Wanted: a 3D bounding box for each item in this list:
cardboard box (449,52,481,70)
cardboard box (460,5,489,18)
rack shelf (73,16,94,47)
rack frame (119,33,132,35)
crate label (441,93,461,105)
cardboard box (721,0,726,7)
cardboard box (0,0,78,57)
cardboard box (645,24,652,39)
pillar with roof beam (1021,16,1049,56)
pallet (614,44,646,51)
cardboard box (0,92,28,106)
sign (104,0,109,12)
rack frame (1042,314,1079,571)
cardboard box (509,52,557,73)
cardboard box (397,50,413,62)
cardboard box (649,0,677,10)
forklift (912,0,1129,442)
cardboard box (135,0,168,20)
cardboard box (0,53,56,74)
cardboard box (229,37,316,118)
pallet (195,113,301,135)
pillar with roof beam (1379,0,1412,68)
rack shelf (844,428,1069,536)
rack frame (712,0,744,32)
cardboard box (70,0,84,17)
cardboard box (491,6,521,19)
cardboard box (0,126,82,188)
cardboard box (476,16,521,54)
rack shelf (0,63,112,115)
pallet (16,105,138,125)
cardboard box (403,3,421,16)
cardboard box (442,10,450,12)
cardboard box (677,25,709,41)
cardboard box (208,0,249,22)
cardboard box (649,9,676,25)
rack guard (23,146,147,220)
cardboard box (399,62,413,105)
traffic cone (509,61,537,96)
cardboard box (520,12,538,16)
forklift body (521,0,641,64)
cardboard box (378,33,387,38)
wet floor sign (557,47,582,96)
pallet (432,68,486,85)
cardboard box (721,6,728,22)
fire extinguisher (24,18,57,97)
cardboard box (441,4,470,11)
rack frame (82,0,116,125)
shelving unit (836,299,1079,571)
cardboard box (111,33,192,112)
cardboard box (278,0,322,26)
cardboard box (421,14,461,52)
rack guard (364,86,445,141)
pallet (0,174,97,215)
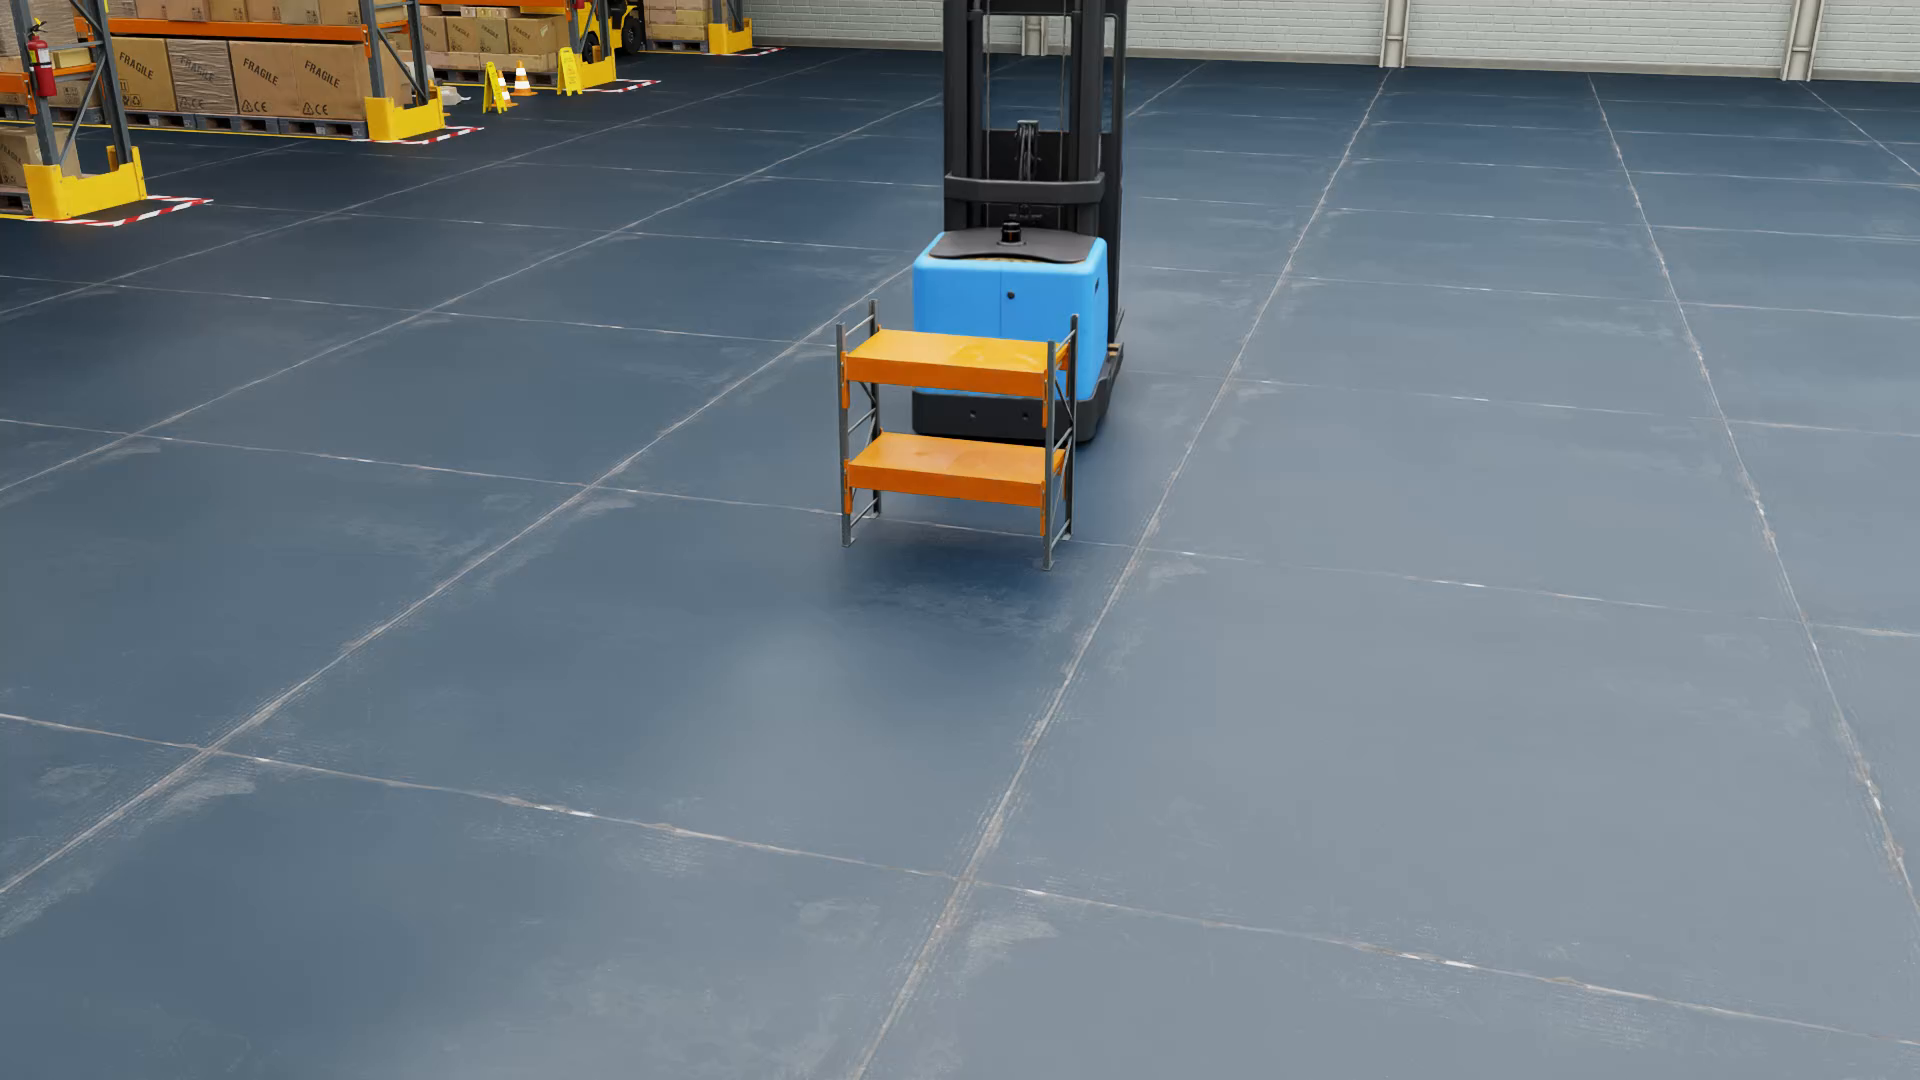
[{"bbox_3d":[-7.328,-7.230,25.014,0.500,0.250,0.500,6,23,14],"label":"cardboard box"},{"bbox_3d":[-7.185,-7.839,24.654,0.250,0.149,0.380,8,23,18],"label":"cardboard box"},{"bbox_3d":[-12.558,-6.718,21.642,4.000,0.370,1.077,7,23,16],"label":"rack shelf"},{"bbox_3d":[-13.139,-9.079,26.452,0.127,3.000,1.000,7,23,16],"label":"rack frame"},{"bbox_3d":[-7.030,-6.079,22.911,0.298,0.136,0.250,-5,23,-12],"label":"crate label"},{"bbox_3d":[-4.456,-9.512,29.260,0.500,0.250,0.500,6,23,15],"label":"cardboard box"},{"bbox_3d":[-8.862,-4.856,15.632,0.500,0.500,0.875,7,23,16],"label":"cardboard box"},{"bbox_3d":[-5.541,-8.981,29.282,0.500,0.250,0.500,7,23,16],"label":"cardboard box"},{"bbox_3d":[0.044,-10.964,23.141,0.400,9.000,9.100,7,23,16],"label":"pillar with roof beam"},{"bbox_3d":[-5.959,-8.919,29.736,1.213,0.211,1.003,7,23,15],"label":"pallet"},{"bbox_3d":[-12.186,-6.127,21.666,0.750,0.750,1.050,7,23,15],"label":"cardboard box"},{"bbox_3d":[-8.186,-5.199,15.852,0.005,0.325,0.100,7,23,16],"label":"sign"},{"bbox_3d":[0.480,-0.465,7.922,0.032,1.125,0.500,7,23,16],"label":"rack frame"},{"bbox_3d":[-6.355,-7.118,24.740,0.500,0.250,0.500,6,23,15],"label":"cardboard box"},{"bbox_3d":[-8.309,-7.346,25.296,0.500,0.250,0.500,8,24,19],"label":"cardboard box"},{"bbox_3d":[-5.072,-9.382,28.942,0.500,0.250,0.500,7,23,16],"label":"cardboard box"},{"bbox_3d":[0.484,-2.440,10.356,1.130,2.935,3.031,4,23,9],"label":"forklift"},{"bbox_3d":[-9.753,-6.813,20.728,0.550,0.550,0.875,7,23,16],"label":"cardboard box"},{"bbox_3d":[-8.676,-4.442,15.477,0.250,0.149,0.380,7,23,16],"label":"cardboard box"},{"bbox_3d":[-8.325,-5.750,20.582,0.875,0.875,0.875,6,23,15],"label":"cardboard box"},{"bbox_3d":[-8.766,-5.296,20.904,1.213,0.211,1.003,7,23,15],"label":"pallet"},{"bbox_3d":[5.788,-10.306,21.537,0.400,9.000,9.100,7,23,16],"label":"pillar with roof beam"},{"bbox_3d":[-0.006,-0.295,8.151,1.000,0.278,0.538,7,23,16],"label":"rack shelf"},{"bbox_3d":[-4.050,-10.006,28.712,0.127,3.000,1.000,7,23,16],"label":"rack frame"},{"bbox_3d":[-11.220,-6.838,20.855,0.500,0.500,0.500,6,23,15],"label":"cardboard box"},{"bbox_3d":[-6.694,-7.781,24.512,0.250,0.149,0.380,7,23,17],"label":"cardboard box"},{"bbox_3d":[-8.936,-3.714,16.113,0.500,0.500,0.500,11,25,25],"label":"cardboard box"},{"bbox_3d":[-6.823,-7.521,24.733,0.500,0.500,0.500,7,23,17],"label":"cardboard box"},{"bbox_3d":[-10.258,-4.488,16.207,4.000,0.370,1.077,7,23,16],"label":"rack shelf"},{"bbox_3d":[-11.404,-5.598,21.640,1.213,0.211,1.003,7,23,16],"label":"pallet"},{"bbox_3d":[-8.228,-7.956,24.941,0.250,0.149,0.380,7,23,18],"label":"cardboard box"},{"bbox_3d":[-8.179,-7.888,25.628,0.500,0.500,0.500,7,23,16],"label":"cardboard box"},{"bbox_3d":[-4.591,-8.865,28.999,0.500,0.250,0.500,7,23,16],"label":"cardboard box"},{"bbox_3d":[-8.734,-6.689,20.427,0.500,0.550,0.875,7,23,16],"label":"cardboard box"},{"bbox_3d":[-5.084,-9.158,29.056,0.500,0.250,0.500,6,23,15],"label":"cardboard box"},{"bbox_3d":[-8.416,-3.454,16.031,0.348,0.500,1.175,7,23,16],"label":"rack guard"},{"bbox_3d":[-7.893,-6.320,23.015,0.637,0.503,0.797,-9,24,-21],"label":"cardboard box"},{"bbox_3d":[-6.265,-6.607,23.768,0.334,0.463,0.336,7,23,16],"label":"traffic cone"},{"bbox_3d":[-6.698,-7.719,25.216,0.500,0.500,0.500,6,23,14],"label":"cardboard box"},{"bbox_3d":[-6.393,-9.159,27.763,1.214,2.155,2.313,7,23,16],"label":"forklift body"},{"bbox_3d":[-8.823,-7.747,25.286,0.500,0.500,0.500,8,24,18],"label":"cardboard box"},{"bbox_3d":[-5.608,-6.704,23.762,0.232,0.644,0.267,16,27,34],"label":"wet floor sign"},{"bbox_3d":[-7.485,-7.157,25.440,1.213,0.211,1.003,7,23,16],"label":"pallet"},{"bbox_3d":[-4.440,-9.287,29.368,0.500,0.250,0.500,7,23,16],"label":"cardboard box"},{"bbox_3d":[-8.367,-4.386,15.112,0.183,0.674,0.296,7,23,16],"label":"fire extinguisher"},{"bbox_3d":[-9.123,-9.681,30.495,0.625,0.625,0.875,6,23,15],"label":"cardboard box"},{"bbox_3d":[-10.643,-6.831,20.971,0.127,3.000,1.000,7,23,16],"label":"rack frame"},{"bbox_3d":[-0.006,-0.521,8.058,1.048,1.125,0.538,7,23,16],"label":"shelving unit"},{"bbox_3d":[-10.061,-5.948,21.065,0.875,0.875,0.875,7,23,16],"label":"cardboard box"},{"bbox_3d":[-7.715,-6.539,20.061,0.550,0.550,0.875,7,23,16],"label":"cardboard box"},{"bbox_3d":[-7.811,-7.635,25.013,0.500,0.500,0.500,8,24,18],"label":"cardboard box"},{"bbox_3d":[-6.791,-5.234,20.370,0.348,0.500,1.175,7,23,16],"label":"rack guard"},{"bbox_3d":[-9.183,-3.422,16.334,1.213,0.211,1.003,7,23,16],"label":"pallet"}]
